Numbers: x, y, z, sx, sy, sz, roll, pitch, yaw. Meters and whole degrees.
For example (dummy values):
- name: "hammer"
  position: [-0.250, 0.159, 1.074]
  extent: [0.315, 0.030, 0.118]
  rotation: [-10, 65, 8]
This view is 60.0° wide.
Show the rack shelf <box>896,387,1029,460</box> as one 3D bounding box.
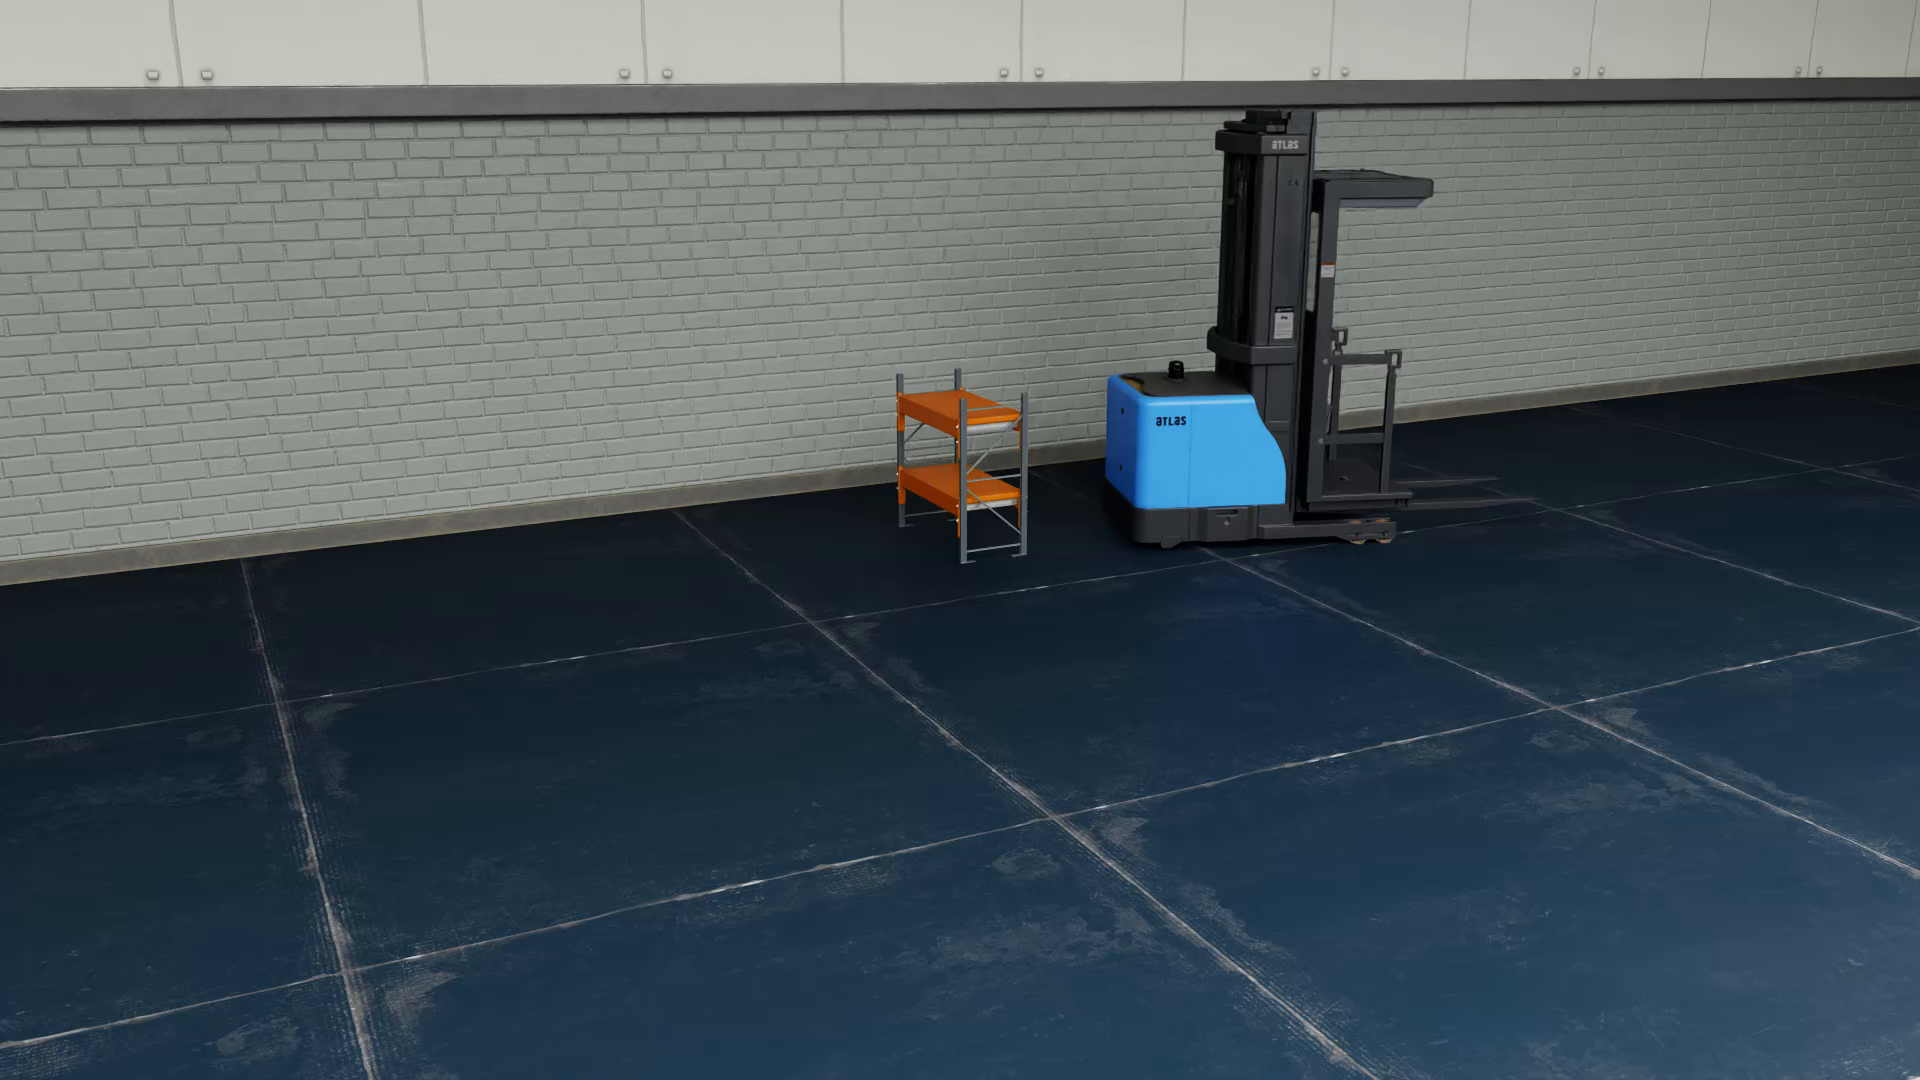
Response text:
- name: "rack shelf"
  position: [0.003, -0.820, 11.509]
  extent: [0.538, 0.278, 1.000]
  rotation: [-8, 18, -25]

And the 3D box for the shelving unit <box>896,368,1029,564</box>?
- name: "shelving unit"
  position: [0.003, -0.539, 11.590]
  extent: [0.538, 1.125, 1.048]
  rotation: [-8, 18, -25]

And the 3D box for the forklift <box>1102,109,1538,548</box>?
- name: "forklift"
  position: [2.617, -1.519, 11.732]
  extent: [3.031, 2.935, 1.130]
  rotation: [-2, 16, -8]

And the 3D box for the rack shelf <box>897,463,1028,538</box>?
- name: "rack shelf"
  position: [0.003, -0.304, 11.657]
  extent: [0.538, 0.278, 1.000]
  rotation: [-8, 18, -25]

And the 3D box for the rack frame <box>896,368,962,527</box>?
- name: "rack frame"
  position: [-0.220, -0.665, 12.029]
  extent: [0.500, 1.125, 0.032]
  rotation: [-8, 18, -25]

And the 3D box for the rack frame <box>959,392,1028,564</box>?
- name: "rack frame"
  position: [0.226, -0.413, 11.150]
  extent: [0.500, 1.125, 0.032]
  rotation: [-8, 18, -25]
